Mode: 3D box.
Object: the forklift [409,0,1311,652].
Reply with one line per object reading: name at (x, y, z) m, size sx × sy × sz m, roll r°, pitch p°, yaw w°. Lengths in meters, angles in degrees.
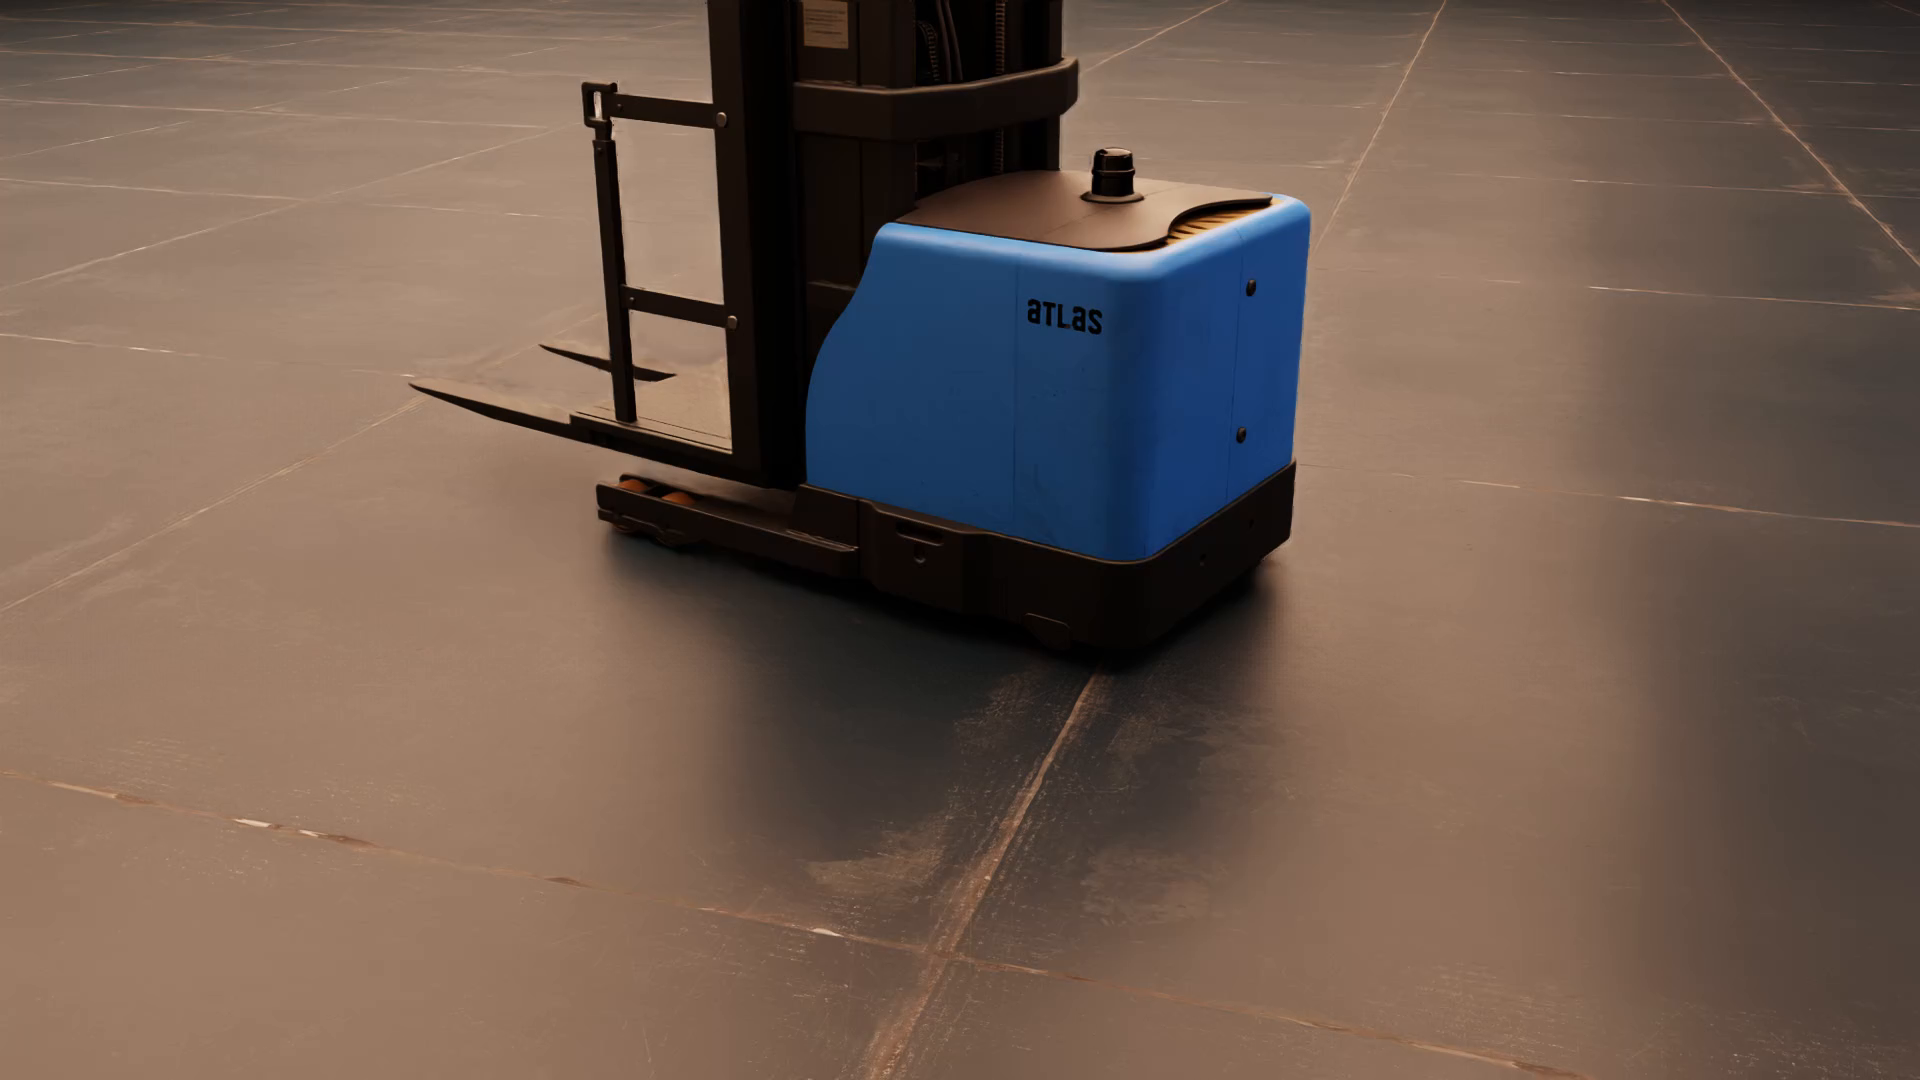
forklift at (-0.516, -1.483, 4.873) m, size 3.031 × 2.935 × 1.130 m, roll 15°, pitch 27°, yaw 31°
